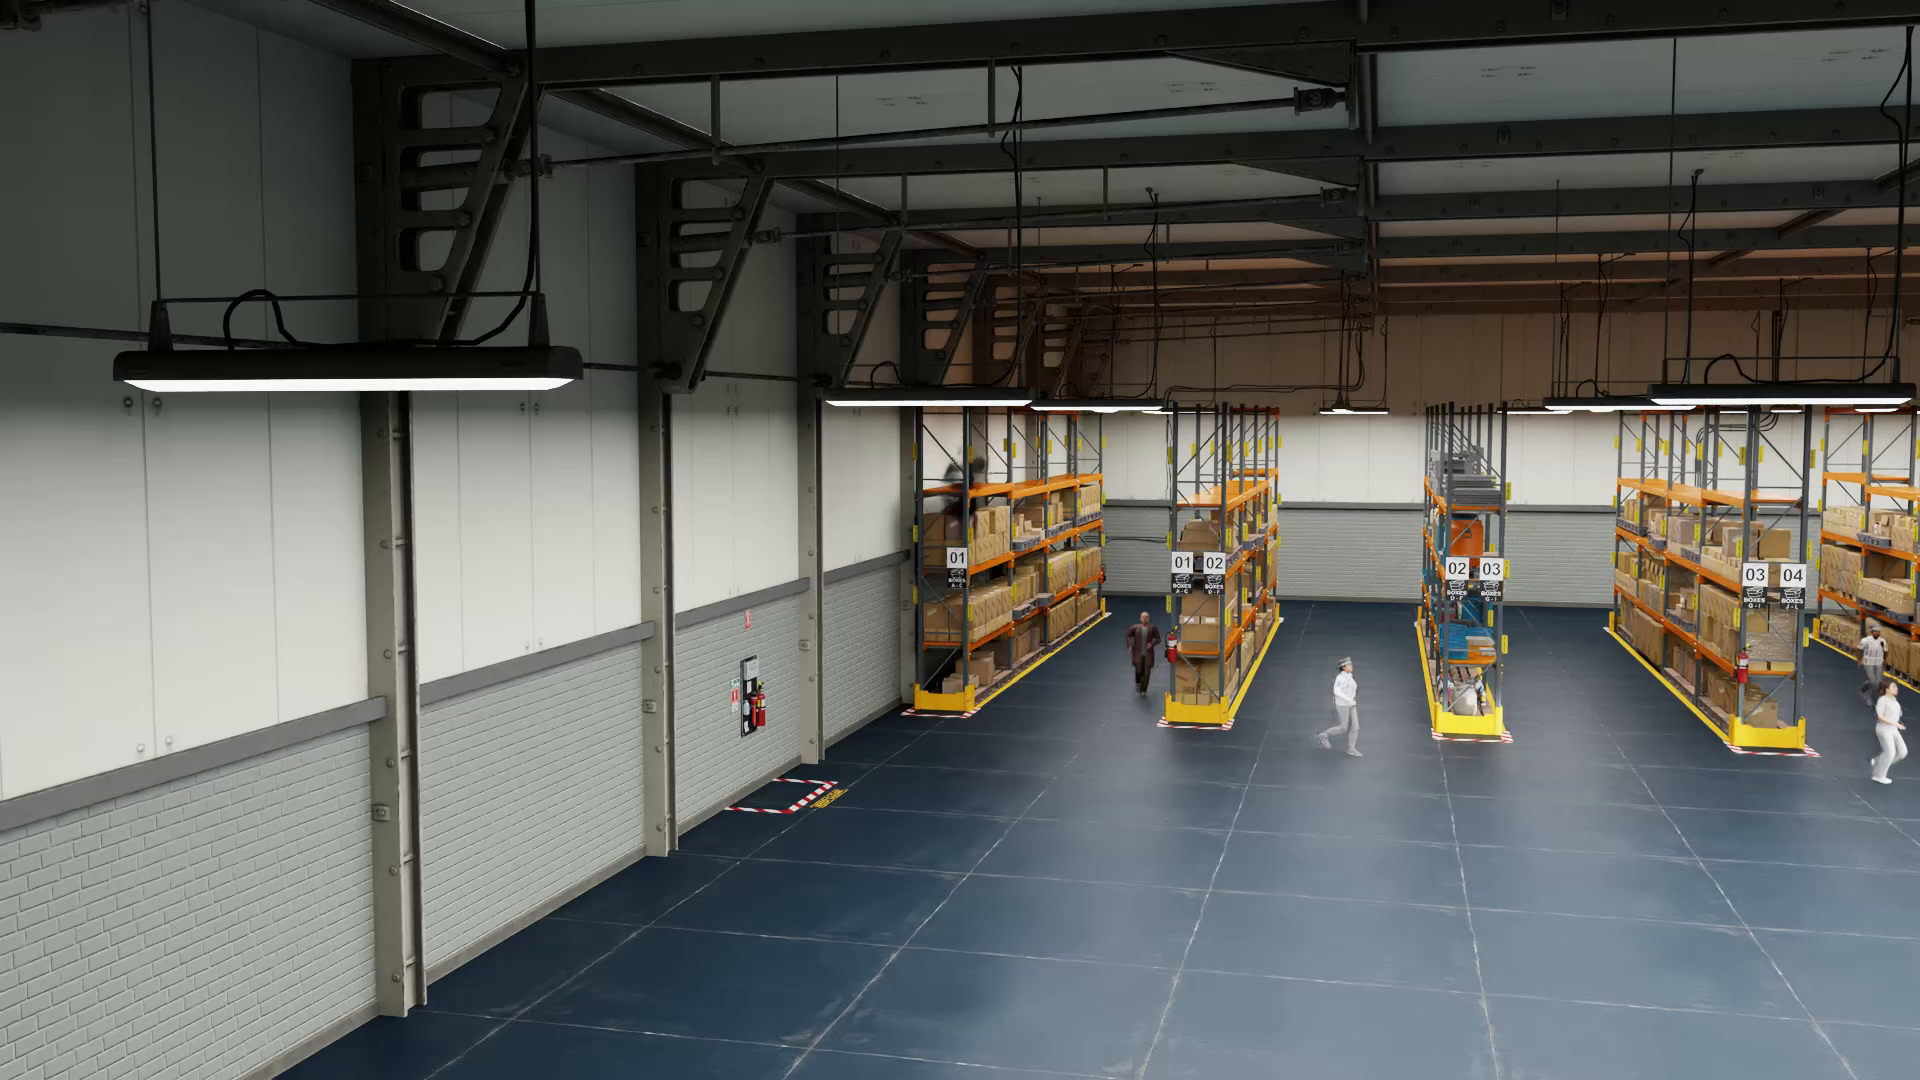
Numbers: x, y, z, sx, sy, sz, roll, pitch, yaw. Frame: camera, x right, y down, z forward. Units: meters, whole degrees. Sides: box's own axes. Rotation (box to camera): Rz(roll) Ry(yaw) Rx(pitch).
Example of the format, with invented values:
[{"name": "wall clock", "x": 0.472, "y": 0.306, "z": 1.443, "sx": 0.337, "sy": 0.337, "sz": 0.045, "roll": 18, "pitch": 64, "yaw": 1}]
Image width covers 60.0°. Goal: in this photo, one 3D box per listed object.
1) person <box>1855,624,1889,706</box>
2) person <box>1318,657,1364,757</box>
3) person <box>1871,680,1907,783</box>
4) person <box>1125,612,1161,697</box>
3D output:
[{"name": "person", "x": 18.082, "y": 2.472, "z": 32.904, "sx": 0.559, "sy": 1.644, "sz": 0.586, "roll": 0, "pitch": 4, "yaw": 7}, {"name": "person", "x": 6.487, "y": 2.809, "z": 28.210, "sx": 0.786, "sy": 1.687, "sz": 0.623, "roll": 3, "pitch": 5, "yaw": 37}, {"name": "person", "x": 14.518, "y": 2.996, "z": 25.978, "sx": 0.591, "sy": 1.609, "sz": 0.579, "roll": -3, "pitch": 5, "yaw": -34}, {"name": "person", "x": 3.746, "y": 2.350, "z": 33.963, "sx": 0.714, "sy": 1.725, "sz": 0.616, "roll": 0, "pitch": 4, "yaw": 2}]
